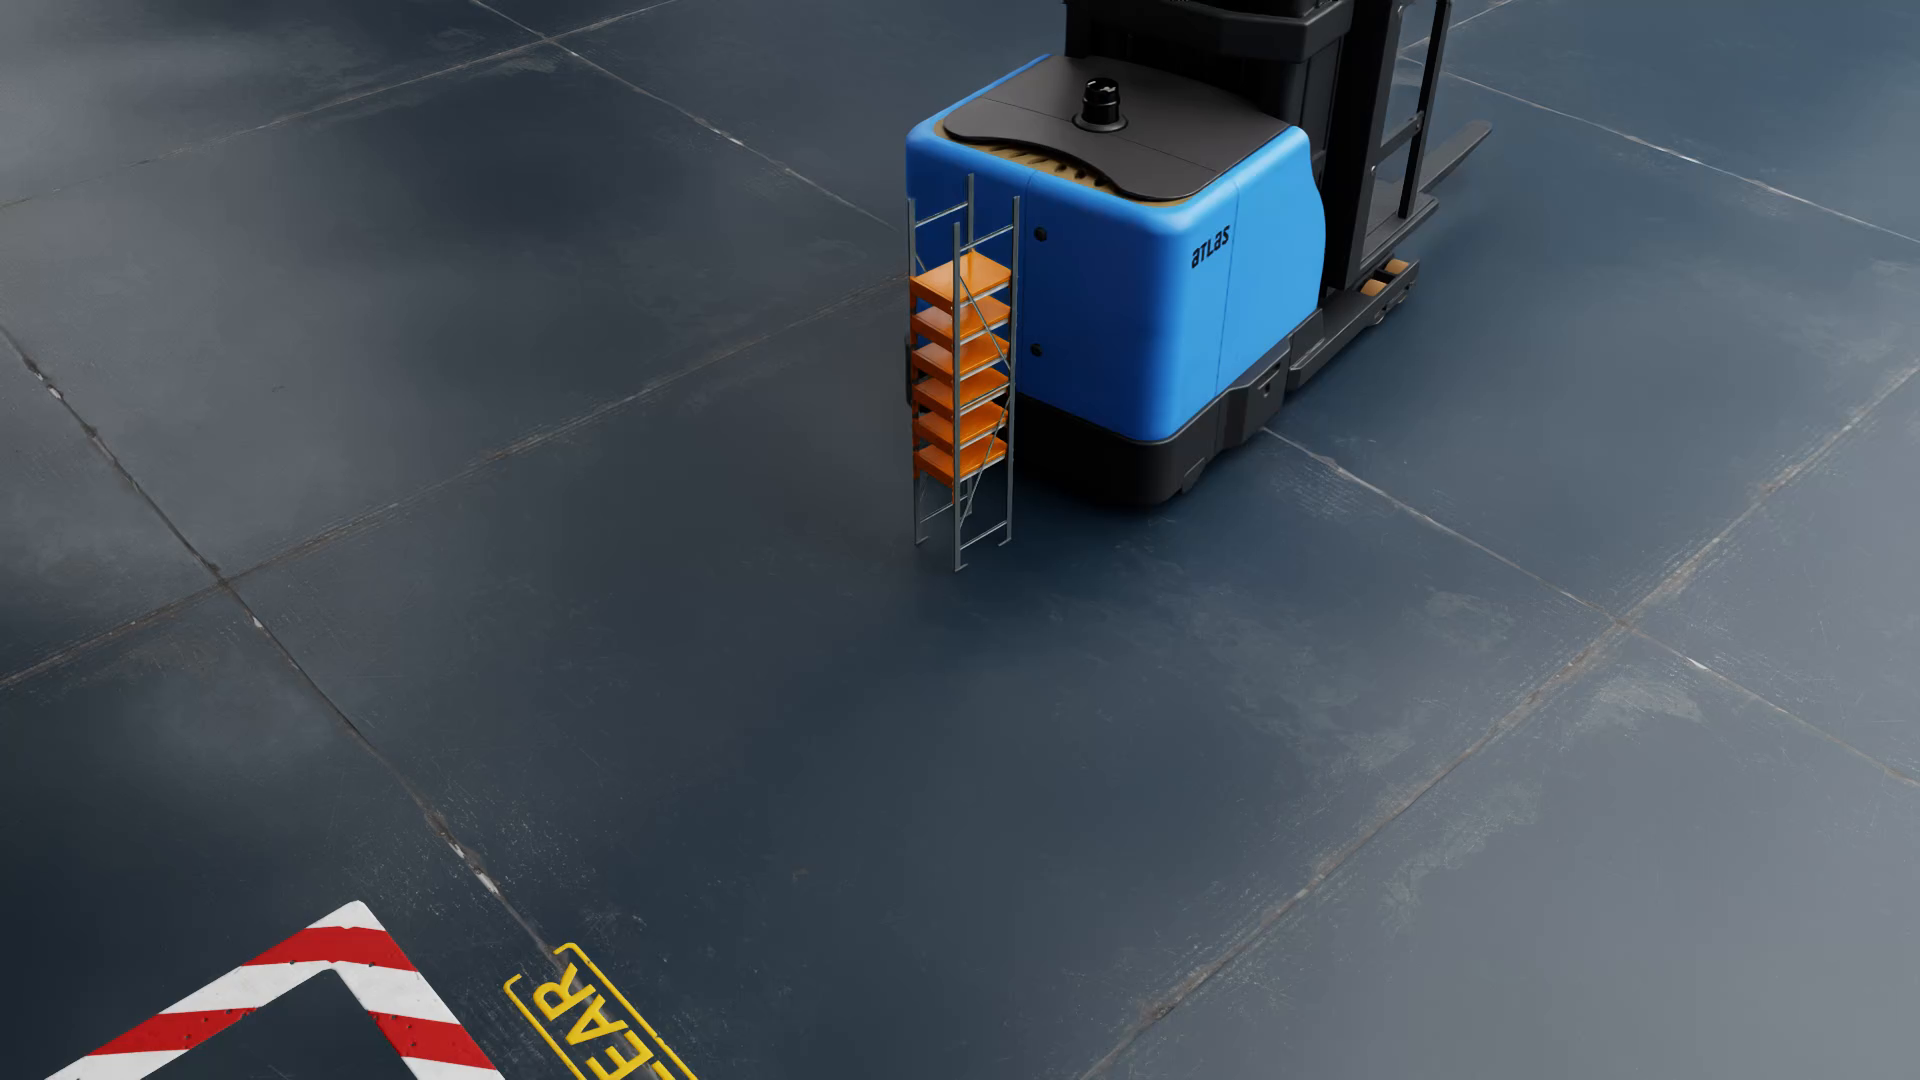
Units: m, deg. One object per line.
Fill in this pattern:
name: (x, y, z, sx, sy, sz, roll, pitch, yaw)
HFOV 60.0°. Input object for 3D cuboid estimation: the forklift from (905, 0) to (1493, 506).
forklift: (1.105, -2.123, 5.566, 1.130, 2.935, 3.031, 25, 45, 28)

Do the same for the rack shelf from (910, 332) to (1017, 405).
rack shelf: (0.010, -0.519, 4.838, 0.258, 0.103, 0.180, -30, 48, -32)

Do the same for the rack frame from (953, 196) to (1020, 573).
rack frame: (0.072, -0.418, 4.833, 0.240, 1.200, 0.006, -30, 48, -32)

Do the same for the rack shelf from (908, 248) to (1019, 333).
rack shelf: (0.010, -0.706, 4.687, 0.258, 0.103, 0.180, -30, 48, -32)

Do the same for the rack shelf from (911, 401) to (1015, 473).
rack shelf: (0.010, -0.332, 4.989, 0.258, 0.103, 0.180, -30, 48, -32)

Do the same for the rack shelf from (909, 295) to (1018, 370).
rack shelf: (0.010, -0.612, 4.763, 0.258, 0.103, 0.180, -30, 48, -32)

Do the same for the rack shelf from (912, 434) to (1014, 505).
rack shelf: (0.010, -0.239, 5.064, 0.258, 0.103, 0.180, -30, 48, -32)

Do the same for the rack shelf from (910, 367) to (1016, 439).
rack shelf: (0.010, -0.426, 4.914, 0.258, 0.103, 0.180, -30, 48, -32)

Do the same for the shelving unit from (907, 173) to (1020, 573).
shelving unit: (0.010, -0.460, 4.886, 0.258, 1.200, 0.189, -30, 48, -32)

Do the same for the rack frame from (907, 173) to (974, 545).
rack frame: (-0.052, -0.502, 4.938, 0.240, 1.200, 0.006, -30, 48, -32)
